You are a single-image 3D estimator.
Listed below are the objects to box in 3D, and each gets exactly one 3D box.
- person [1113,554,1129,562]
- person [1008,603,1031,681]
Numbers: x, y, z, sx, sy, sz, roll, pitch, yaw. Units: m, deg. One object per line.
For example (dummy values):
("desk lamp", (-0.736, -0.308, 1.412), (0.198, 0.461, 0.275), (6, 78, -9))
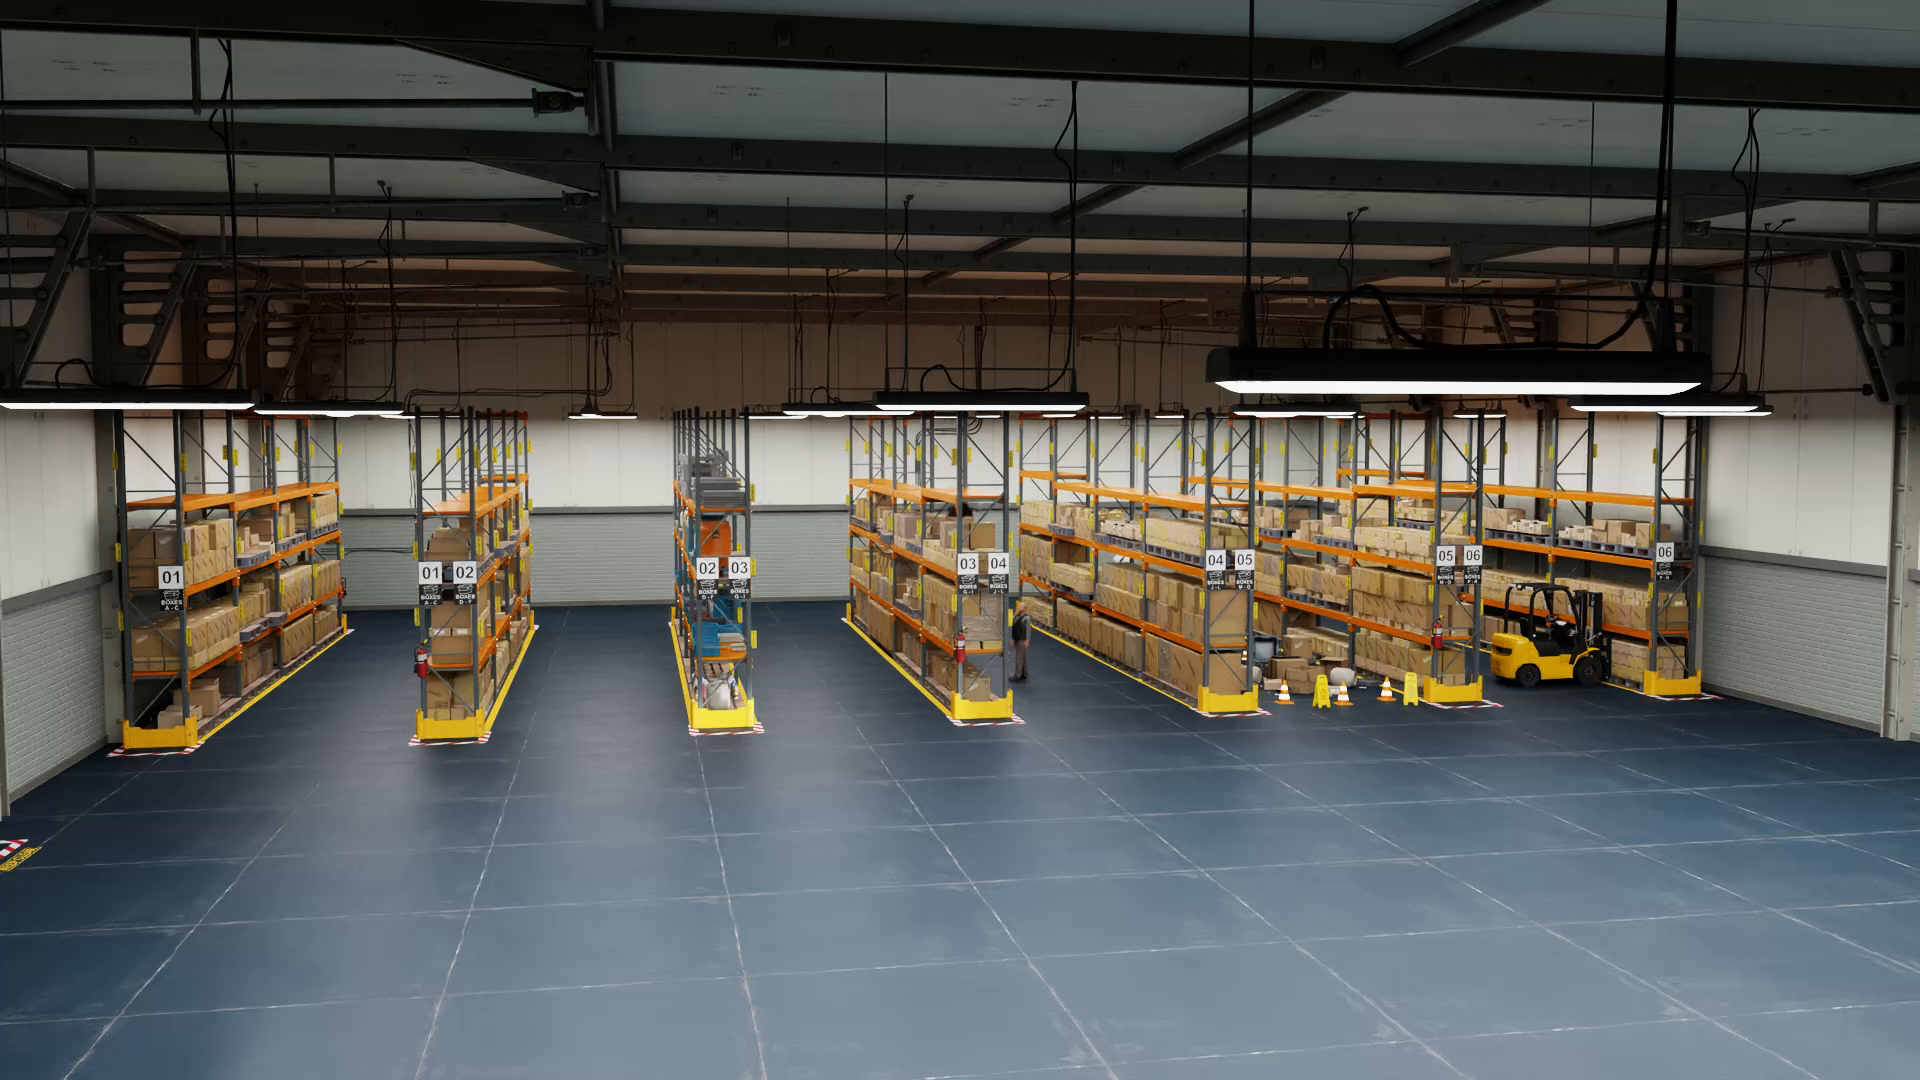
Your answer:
("person", (5.134, 1.031, 53.429), (0.504, 1.754, 0.550), (-2, 5, -30))
("person", (1.252, 2.245, 36.876), (0.594, 1.705, 0.572), (-2, 4, -20))
